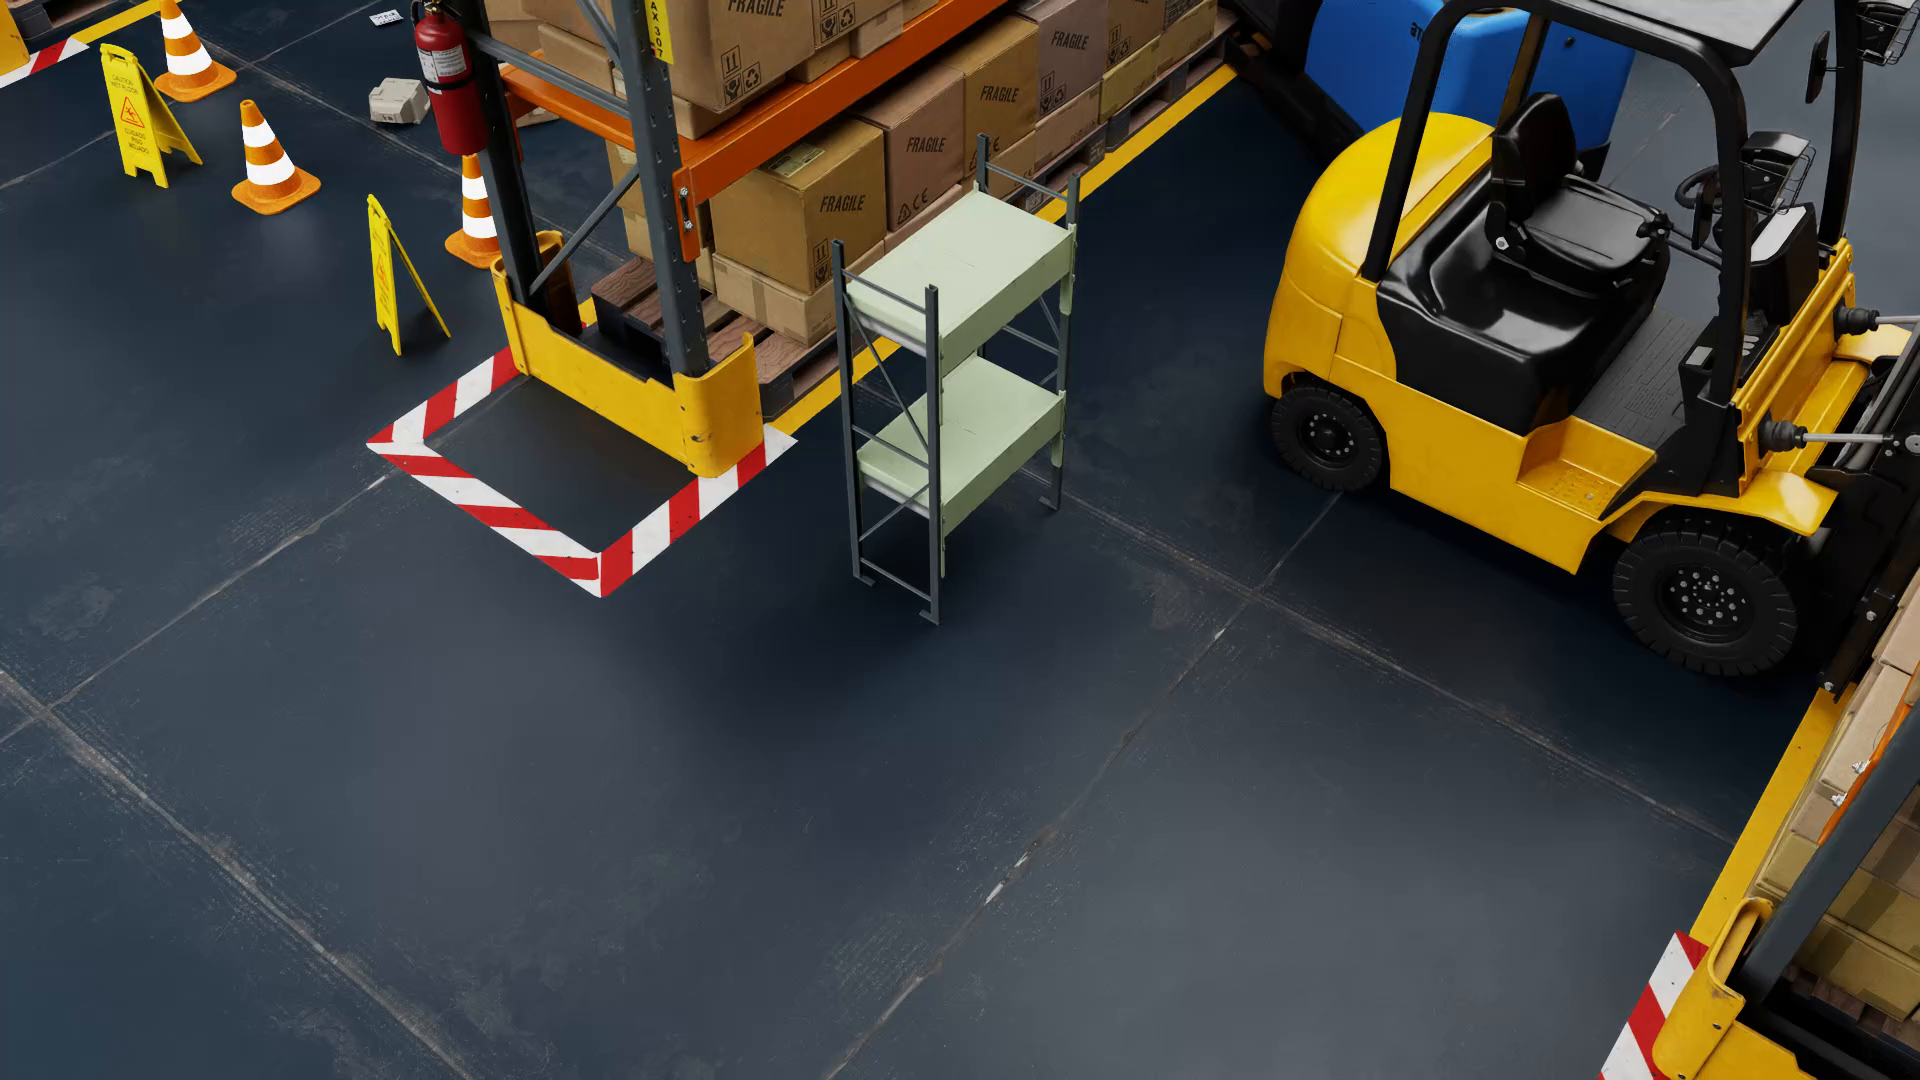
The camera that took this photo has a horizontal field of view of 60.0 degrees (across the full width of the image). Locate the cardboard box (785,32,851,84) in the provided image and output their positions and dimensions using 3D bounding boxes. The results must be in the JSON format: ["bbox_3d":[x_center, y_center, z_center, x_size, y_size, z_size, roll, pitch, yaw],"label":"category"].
[{"bbox_3d":[-0.628,-1.853,6.120,0.380,0.149,0.250,28,52,24],"label":"cardboard box"}]

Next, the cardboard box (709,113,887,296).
[{"bbox_3d":[-0.643,-1.378,6.584,0.500,0.500,0.500,28,52,24],"label":"cardboard box"}]

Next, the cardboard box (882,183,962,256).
[{"bbox_3d":[-0.339,-1.394,7.118,0.500,0.250,0.500,31,54,26],"label":"cardboard box"}]

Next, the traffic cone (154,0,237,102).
[{"bbox_3d":[-3.899,-2.501,8.319,0.336,0.463,0.334,29,53,25],"label":"traffic cone"}]

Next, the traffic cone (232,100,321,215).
[{"bbox_3d":[-3.213,-1.807,7.656,0.336,0.463,0.334,29,53,25],"label":"traffic cone"}]

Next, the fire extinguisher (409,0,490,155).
[{"bbox_3d":[-1.804,-1.682,5.836,0.296,0.674,0.183,29,53,25],"label":"fire extinguisher"}]

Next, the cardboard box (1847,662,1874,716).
[{"bbox_3d":[2.927,0.555,4.911,0.500,0.250,0.500,29,53,25],"label":"cardboard box"}]

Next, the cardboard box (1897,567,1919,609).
[{"bbox_3d":[3.204,0.092,5.007,0.500,0.250,0.500,30,53,25],"label":"cardboard box"}]

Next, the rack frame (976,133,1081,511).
[{"bbox_3d":[0.220,-0.724,5.904,0.400,1.500,0.023,29,53,25],"label":"rack frame"}]

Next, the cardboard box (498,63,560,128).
[{"bbox_3d":[-2.167,-2.228,8.276,0.250,0.149,0.380,-17,49,-15],"label":"cardboard box"}]

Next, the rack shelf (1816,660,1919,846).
[{"bbox_3d":[3.784,-0.274,4.935,1.077,0.370,4.000,29,53,25],"label":"rack shelf"}]

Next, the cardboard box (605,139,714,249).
[{"bbox_3d":[-1.086,-1.598,6.795,0.500,0.500,0.500,30,53,25],"label":"cardboard box"}]

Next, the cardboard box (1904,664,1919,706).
[{"bbox_3d":[2.654,0.190,3.925,0.500,0.500,0.500,28,52,24],"label":"cardboard box"}]

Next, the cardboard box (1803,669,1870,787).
[{"bbox_3d":[2.910,0.738,5.082,0.500,0.250,0.500,29,53,25],"label":"cardboard box"}]

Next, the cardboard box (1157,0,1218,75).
[{"bbox_3d":[0.928,-2.597,8.268,0.500,0.250,0.500,32,54,27],"label":"cardboard box"}]

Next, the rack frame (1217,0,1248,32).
[{"bbox_3d":[1.077,-3.859,7.862,1.000,3.000,0.127,29,53,25],"label":"rack frame"}]

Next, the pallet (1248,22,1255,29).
[{"bbox_3d":[1.551,-3.342,9.297,1.003,0.211,1.213,29,53,25],"label":"pallet"}]

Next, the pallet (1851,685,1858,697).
[{"bbox_3d":[3.742,0.434,5.689,1.003,0.211,1.213,29,53,25],"label":"pallet"}]

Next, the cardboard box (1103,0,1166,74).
[{"bbox_3d":[0.618,-2.565,7.718,0.500,0.500,0.500,30,53,26],"label":"cardboard box"}]

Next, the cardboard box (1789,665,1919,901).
[{"bbox_3d":[2.596,0.680,4.446,0.500,0.250,0.500,31,54,26],"label":"cardboard box"}]

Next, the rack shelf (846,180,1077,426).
[{"bbox_3d":[-0.004,-0.784,5.422,0.431,0.370,0.720,29,53,25],"label":"rack shelf"}]

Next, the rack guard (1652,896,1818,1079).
[{"bbox_3d":[2.547,1.499,4.472,1.175,0.500,0.348,29,53,25],"label":"rack guard"}]

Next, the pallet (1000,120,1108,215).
[{"bbox_3d":[-0.052,-1.795,7.819,1.003,0.211,1.213,29,53,25],"label":"pallet"}]

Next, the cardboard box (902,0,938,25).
[{"bbox_3d":[-0.305,-2.141,6.394,0.380,0.149,0.250,31,54,26],"label":"cardboard box"}]

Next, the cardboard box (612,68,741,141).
[{"bbox_3d":[-0.997,-1.586,5.865,0.380,0.149,0.250,29,53,25],"label":"cardboard box"}]

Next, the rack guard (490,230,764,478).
[{"bbox_3d":[-1.323,-0.750,6.621,1.175,0.500,0.348,29,53,25],"label":"rack guard"}]

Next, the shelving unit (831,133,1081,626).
[{"bbox_3d":[-0.004,-0.514,5.704,0.431,1.500,0.755,29,53,25],"label":"shelving unit"}]

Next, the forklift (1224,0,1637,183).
[{"bbox_3d":[1.954,-3.481,7.548,1.130,2.935,3.031,-16,48,-15],"label":"forklift"}]

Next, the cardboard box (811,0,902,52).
[{"bbox_3d":[-0.546,-2.154,5.958,0.500,0.500,0.500,31,54,26],"label":"cardboard box"}]

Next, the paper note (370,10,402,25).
[{"bbox_3d":[-3.071,-2.798,8.903,0.142,0.017,0.144,-25,51,-22],"label":"paper note"}]

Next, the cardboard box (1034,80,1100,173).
[{"bbox_3d":[0.296,-1.999,7.697,0.500,0.250,0.500,30,53,26],"label":"cardboard box"}]

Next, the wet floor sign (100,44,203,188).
[{"bbox_3d":[-3.799,-1.996,7.710,0.267,0.644,0.232,21,50,19],"label":"wet floor sign"}]

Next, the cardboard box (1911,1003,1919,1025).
[{"bbox_3d":[3.016,1.232,4.610,0.500,0.250,0.500,29,53,25],"label":"cardboard box"}]

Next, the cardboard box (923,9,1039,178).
[{"bbox_3d":[-0.014,-1.962,7.143,0.500,0.500,0.500,30,53,26],"label":"cardboard box"}]
